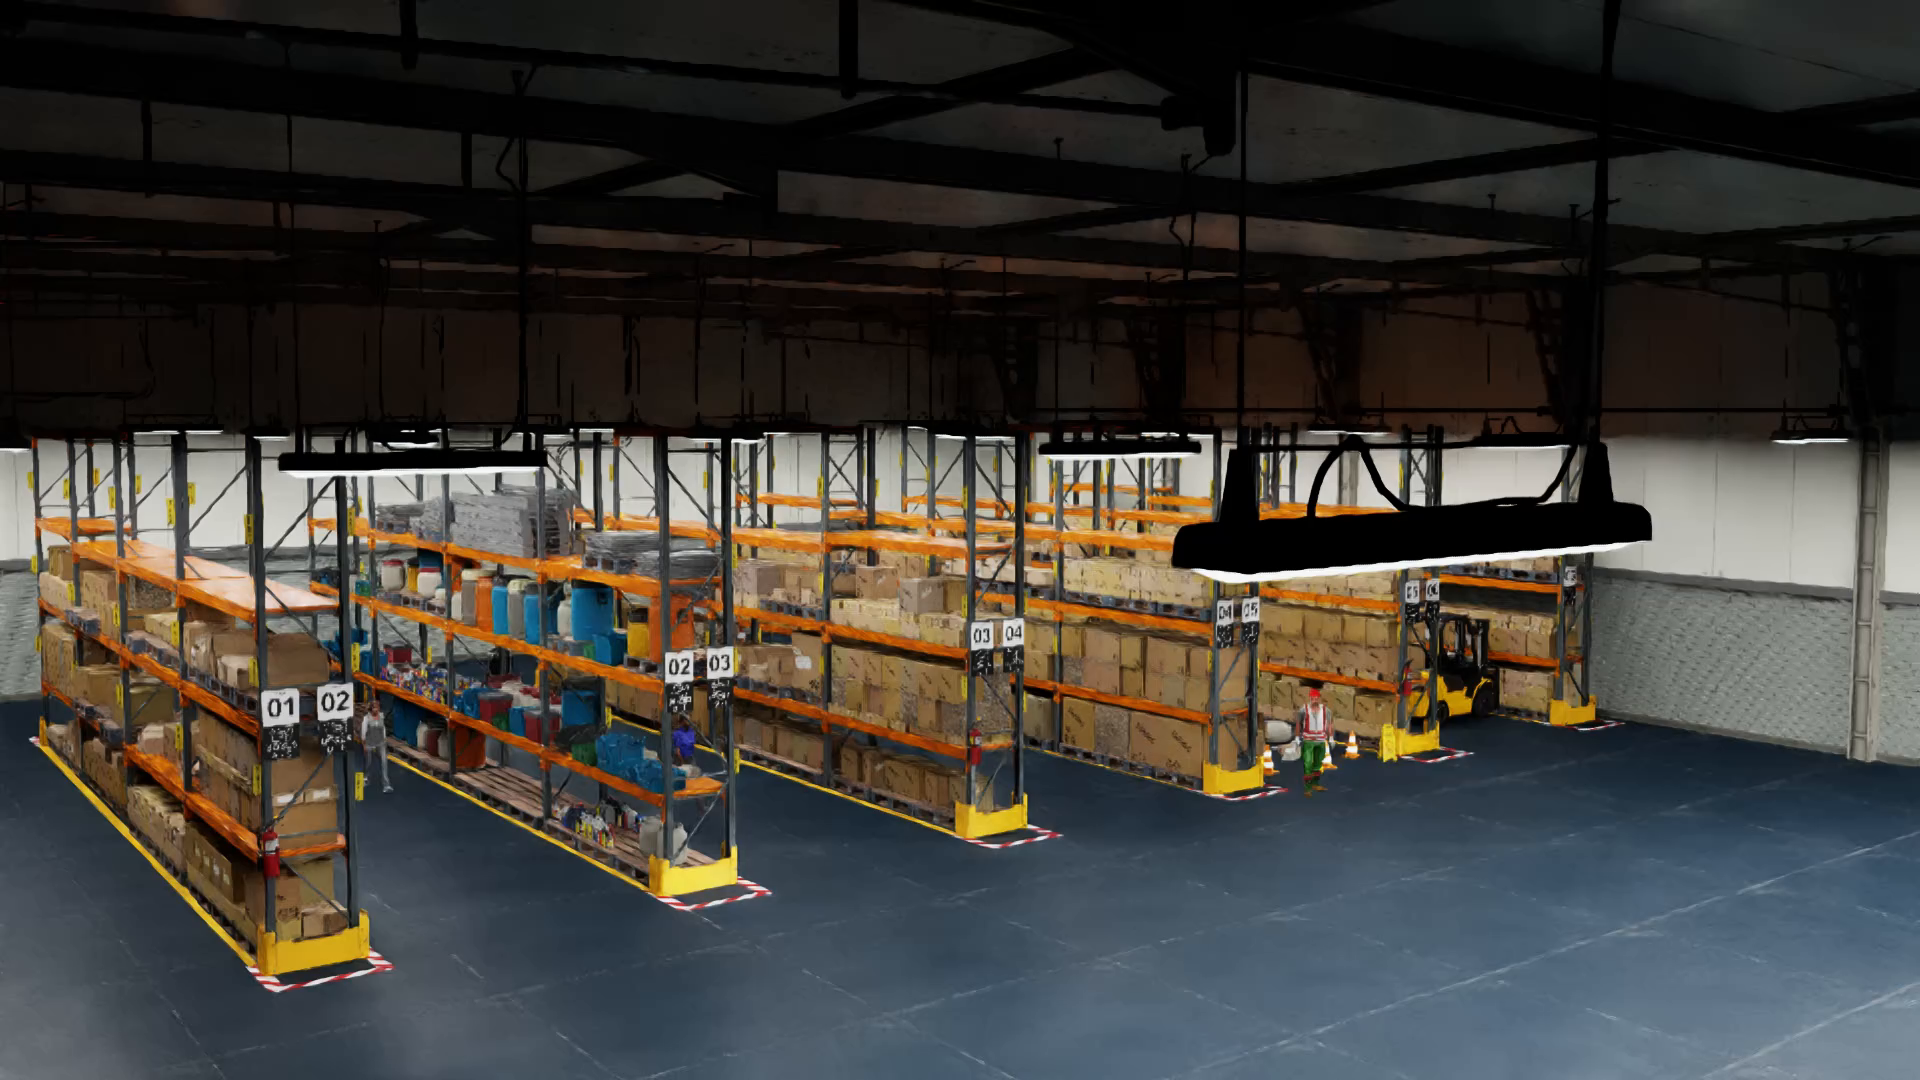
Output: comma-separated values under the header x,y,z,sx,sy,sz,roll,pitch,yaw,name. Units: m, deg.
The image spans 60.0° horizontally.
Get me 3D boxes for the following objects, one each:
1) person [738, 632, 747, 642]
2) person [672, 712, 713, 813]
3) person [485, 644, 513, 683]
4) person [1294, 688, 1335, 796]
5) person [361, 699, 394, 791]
x,y,z,sx,sy,sz,roll,pitch,yaw,name
-4.588,2.761,34.536,0.677,1.742,0.552,-4,6,-38,person
-4.316,3.477,26.047,0.443,1.587,0.996,-4,6,-45,person
-9.450,2.810,34.205,0.544,1.646,1.106,-4,6,-38,person
5.832,3.288,27.390,0.624,1.726,0.633,0,4,-3,person
-9.742,3.390,27.635,0.417,1.517,1.036,-3,5,-34,person
